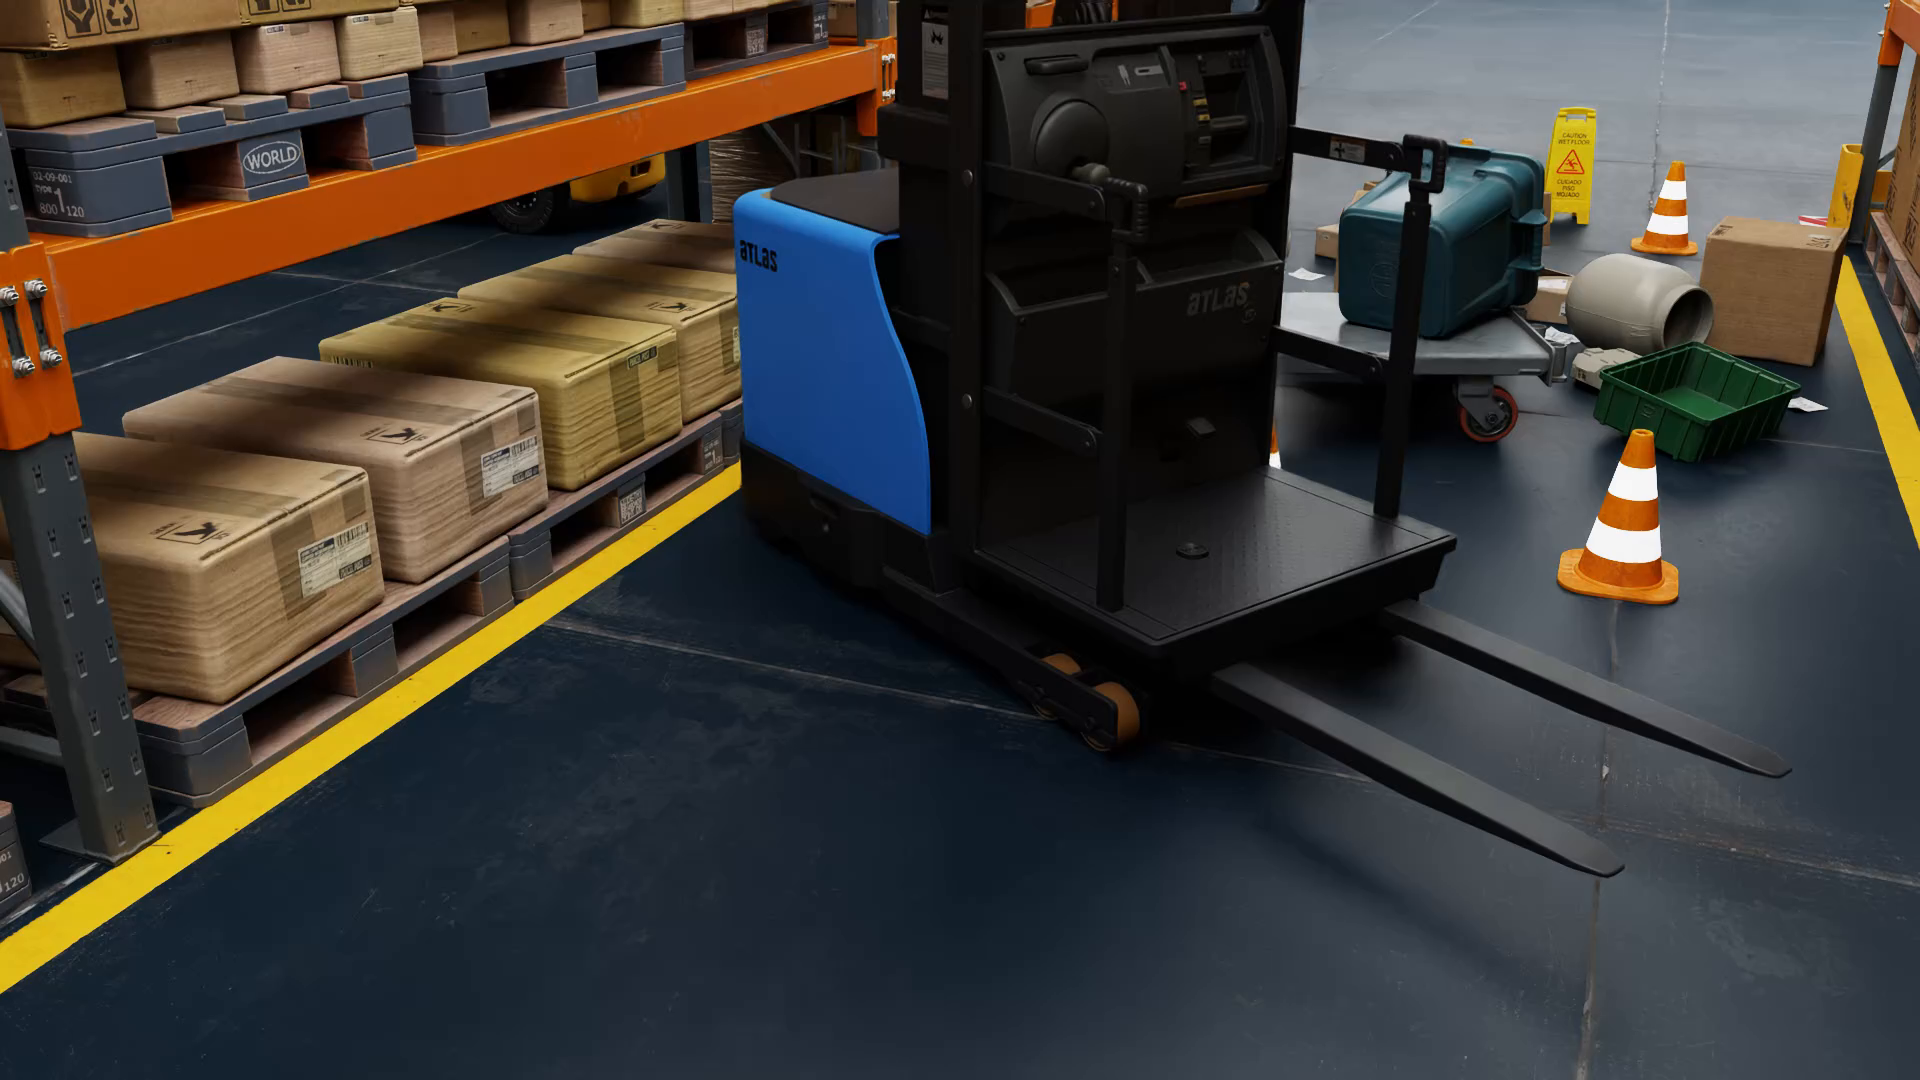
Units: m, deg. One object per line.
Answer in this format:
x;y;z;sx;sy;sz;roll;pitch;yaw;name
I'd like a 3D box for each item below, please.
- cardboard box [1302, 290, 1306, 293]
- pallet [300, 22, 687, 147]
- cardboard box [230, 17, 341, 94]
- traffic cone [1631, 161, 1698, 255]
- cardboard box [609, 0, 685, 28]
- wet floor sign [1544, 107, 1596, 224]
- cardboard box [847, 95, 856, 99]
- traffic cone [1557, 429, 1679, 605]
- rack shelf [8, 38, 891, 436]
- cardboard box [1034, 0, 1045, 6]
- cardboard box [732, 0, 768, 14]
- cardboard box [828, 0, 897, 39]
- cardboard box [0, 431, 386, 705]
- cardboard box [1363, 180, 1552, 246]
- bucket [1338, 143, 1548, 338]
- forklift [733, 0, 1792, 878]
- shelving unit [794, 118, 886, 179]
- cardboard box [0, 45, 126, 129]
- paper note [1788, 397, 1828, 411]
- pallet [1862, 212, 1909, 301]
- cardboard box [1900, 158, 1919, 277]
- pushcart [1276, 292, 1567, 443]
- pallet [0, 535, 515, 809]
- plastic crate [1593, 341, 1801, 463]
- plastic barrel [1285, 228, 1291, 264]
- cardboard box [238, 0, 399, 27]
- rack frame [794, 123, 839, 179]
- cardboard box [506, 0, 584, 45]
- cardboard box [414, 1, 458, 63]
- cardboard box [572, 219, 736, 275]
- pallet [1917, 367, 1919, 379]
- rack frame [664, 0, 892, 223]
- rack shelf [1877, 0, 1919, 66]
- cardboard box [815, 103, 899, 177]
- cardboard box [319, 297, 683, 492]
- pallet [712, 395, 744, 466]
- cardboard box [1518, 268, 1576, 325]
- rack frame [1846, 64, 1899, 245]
1.531;-0.929;7.131;0.258;0.266;0.396;-7;24;-17;cardboard box
-1.553;-1.401;4.961;1.003;0.211;1.213;9;24;20;pallet
-1.677;-1.131;3.846;0.380;0.149;0.250;7;24;17;cardboard box
3.839;-1.808;8.979;0.336;0.463;0.334;9;24;20;traffic cone
-1.092;-1.698;5.204;0.380;0.149;0.250;9;24;20;cardboard box
3.527;-2.173;9.615;0.267;0.644;0.232;5;23;11;wet floor sign
-0.607;-1.910;7.981;0.500;0.500;0.500;9;24;21;cardboard box
1.968;-0.100;4.889;0.336;0.463;0.334;9;24;20;traffic cone
-1.508;-1.159;5.067;1.077;0.370;4.000;9;24;20;rack shelf
0.202;-2.708;8.168;0.380;0.149;0.250;9;24;20;cardboard box
-0.876;-1.872;5.620;0.380;0.149;0.250;8;24;19;cardboard box
-0.350;-2.158;6.850;0.380;0.149;0.250;9;24;20;cardboard box
-2.031;0.043;4.121;0.950;0.372;0.625;7;24;16;cardboard box
2.419;-1.495;8.177;0.797;0.503;0.637;-7;24;-17;cardboard box
1.779;-1.104;6.276;0.726;0.611;0.620;19;39;38;bucket
0.590;-1.055;3.972;1.130;2.935;3.031;-16;28;-33;forklift
-0.386;-0.773;5.544;0.189;1.200;0.258;-17;28;-35;shelving unit
-1.957;-0.943;3.397;0.380;0.149;0.250;7;24;17;cardboard box
3.278;-0.535;6.490;0.147;0.020;0.142;-7;24;-17;paper note
5.130;-1.382;8.284;1.003;0.211;1.213;9;24;20;pallet
4.839;-1.612;7.429;0.875;0.875;0.875;8;24;19;cardboard box
1.371;-0.688;6.408;1.648;0.377;0.936;1;23;2;pushcart
-1.959;0.232;4.421;1.003;0.211;1.213;9;24;20;pallet
2.717;-0.513;6.160;0.662;0.188;0.450;-17;38;-35;plastic crate
1.359;-1.494;8.276;0.421;0.421;0.512;-12;25;-26;plastic barrel
-1.682;-1.468;3.812;0.500;0.500;0.500;10;25;23;cardboard box
-0.458;-0.751;5.492;0.006;1.200;0.240;-17;28;-35;rack frame
-1.312;-1.514;4.765;0.380;0.149;0.250;10;25;22;cardboard box
-1.538;-1.323;4.308;0.380;0.149;0.250;10;25;23;cardboard box
-0.957;-1.000;6.617;0.950;0.372;0.625;9;24;21;cardboard box
4.224;-0.508;6.193;1.003;0.211;1.213;9;24;20;pallet
-0.765;-2.207;6.641;1.000;3.000;0.127;9;24;20;rack frame
4.612;-1.918;6.883;1.077;0.370;4.000;9;24;20;rack shelf
-0.295;-1.650;7.359;0.500;0.500;0.500;10;25;23;cardboard box
-1.478;-0.493;5.403;0.950;0.372;0.625;10;25;22;cardboard box
-1.053;-0.641;6.511;1.003;0.211;1.213;9;24;20;pallet
2.797;-1.151;7.662;0.396;0.266;0.258;13;26;29;cardboard box
5.354;-2.966;8.458;1.000;3.000;0.127;9;24;20;rack frame
